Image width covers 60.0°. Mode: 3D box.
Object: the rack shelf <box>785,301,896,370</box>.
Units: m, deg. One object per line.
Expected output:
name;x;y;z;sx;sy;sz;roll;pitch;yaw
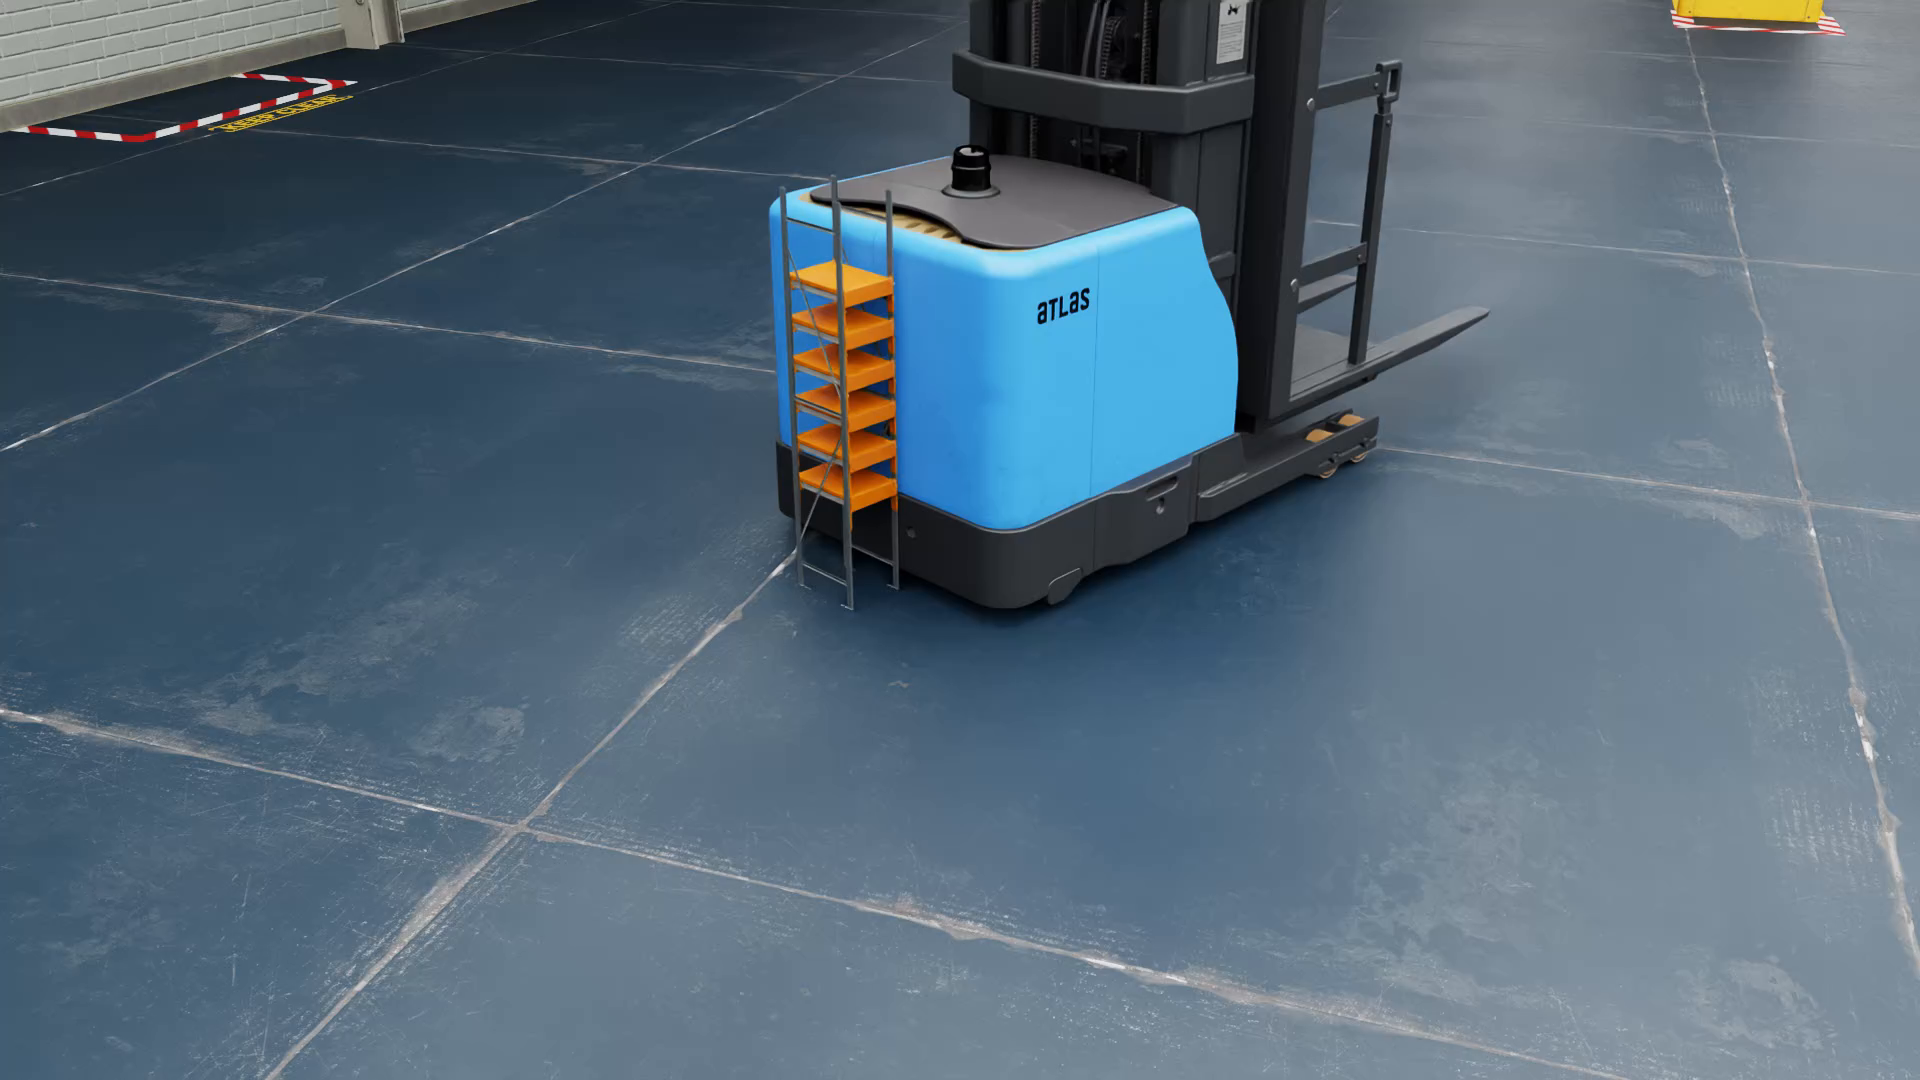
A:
rack shelf;-0.332;-0.572;4.607;0.258;0.103;0.180;23;34;39

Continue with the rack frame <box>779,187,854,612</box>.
rack frame;-0.396;-0.368;4.633;0.240;1.200;0.006;23;34;39

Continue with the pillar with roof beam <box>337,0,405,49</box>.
pillar with roof beam;-0.747;-7.496;10.406;9.100;9.000;0.400;9;27;17

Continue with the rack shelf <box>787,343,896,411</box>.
rack shelf;-0.332;-0.464;4.659;0.258;0.103;0.180;23;34;39

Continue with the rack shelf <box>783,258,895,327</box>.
rack shelf;-0.332;-0.680;4.554;0.258;0.103;0.180;23;34;39

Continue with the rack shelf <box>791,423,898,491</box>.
rack shelf;-0.332;-0.248;4.764;0.258;0.103;0.180;23;34;39

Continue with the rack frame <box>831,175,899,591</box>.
rack frame;-0.267;-0.425;4.750;0.240;1.200;0.006;23;34;39

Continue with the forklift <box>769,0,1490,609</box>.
forklift;0.816;-1.670;5.337;1.130;2.935;3.031;23;34;39

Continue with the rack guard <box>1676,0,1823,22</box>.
rack guard;7.096;-4.949;14.898;1.175;0.500;0.348;9;27;17

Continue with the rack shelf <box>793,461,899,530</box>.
rack shelf;-0.332;-0.140;4.816;0.258;0.103;0.180;23;34;39

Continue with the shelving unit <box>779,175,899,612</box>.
shelving unit;-0.332;-0.396;4.692;0.258;1.200;0.189;23;34;39

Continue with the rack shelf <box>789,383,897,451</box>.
rack shelf;-0.332;-0.356;4.711;0.258;0.103;0.180;23;34;39
